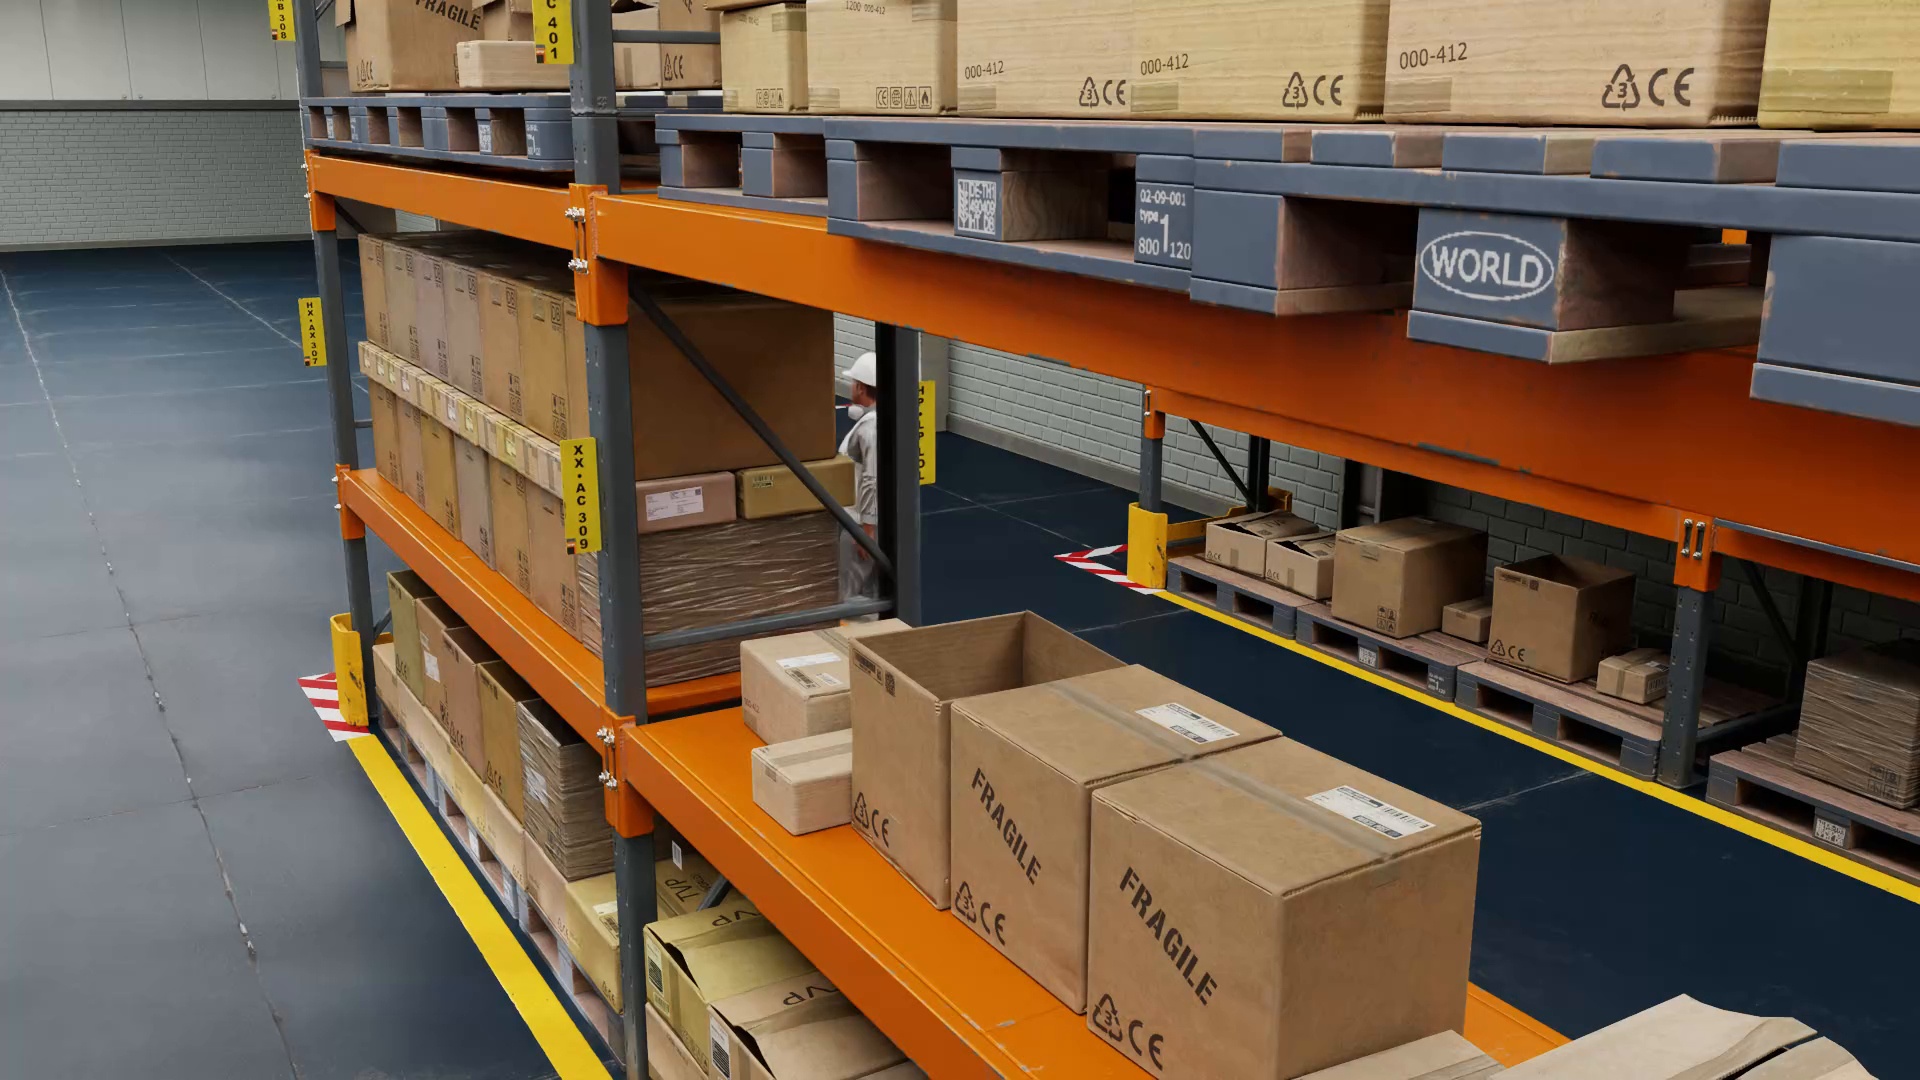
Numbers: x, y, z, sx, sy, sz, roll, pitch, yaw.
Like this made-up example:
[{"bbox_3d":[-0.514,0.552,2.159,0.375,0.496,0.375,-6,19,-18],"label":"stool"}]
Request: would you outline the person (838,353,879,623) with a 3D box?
[{"bbox_3d":[-0.456,-0.097,8.799,0.431,1.772,0.628,2,15,8],"label":"person"}]
